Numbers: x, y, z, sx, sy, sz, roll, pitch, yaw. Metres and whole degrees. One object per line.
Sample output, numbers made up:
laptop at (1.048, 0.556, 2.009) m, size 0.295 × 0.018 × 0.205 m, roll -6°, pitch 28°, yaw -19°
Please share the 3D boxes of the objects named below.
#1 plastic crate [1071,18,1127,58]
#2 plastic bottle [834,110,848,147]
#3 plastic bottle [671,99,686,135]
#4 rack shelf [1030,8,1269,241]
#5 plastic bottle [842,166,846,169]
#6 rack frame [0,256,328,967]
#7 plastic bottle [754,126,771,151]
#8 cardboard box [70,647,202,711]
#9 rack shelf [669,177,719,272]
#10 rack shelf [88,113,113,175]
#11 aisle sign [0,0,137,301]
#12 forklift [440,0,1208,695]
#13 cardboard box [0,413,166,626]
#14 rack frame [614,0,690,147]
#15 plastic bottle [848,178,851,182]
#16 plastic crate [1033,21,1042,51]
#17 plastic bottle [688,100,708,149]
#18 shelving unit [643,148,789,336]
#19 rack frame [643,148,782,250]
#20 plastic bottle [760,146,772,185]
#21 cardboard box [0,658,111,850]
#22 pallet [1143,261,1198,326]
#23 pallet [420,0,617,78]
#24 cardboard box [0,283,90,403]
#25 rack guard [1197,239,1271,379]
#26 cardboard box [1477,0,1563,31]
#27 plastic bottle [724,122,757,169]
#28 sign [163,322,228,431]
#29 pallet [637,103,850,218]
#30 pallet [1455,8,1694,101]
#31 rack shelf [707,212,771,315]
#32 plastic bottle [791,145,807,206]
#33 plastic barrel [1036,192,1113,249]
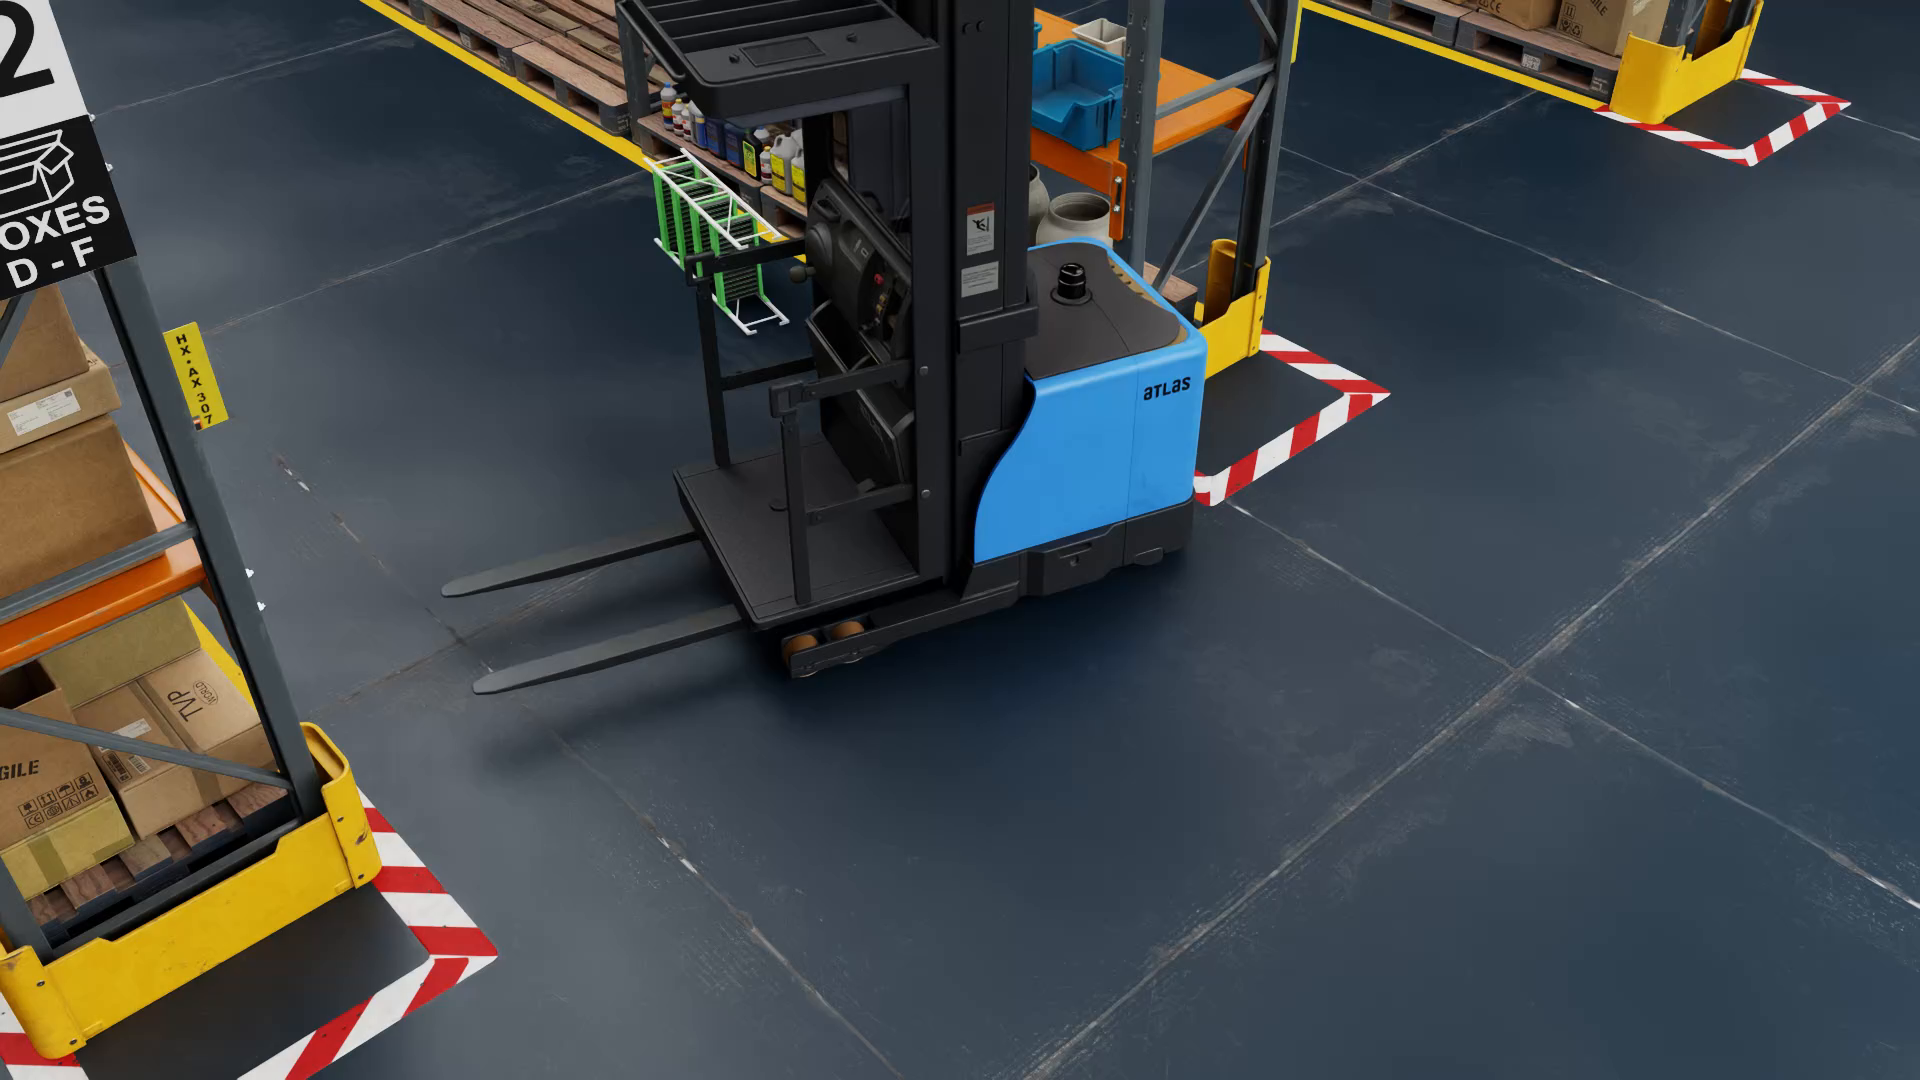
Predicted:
plastic crate at (0.720, -2.407, 8.053) m, size 0.298 × 0.136 × 0.250 m, roll -30°, pitch 48°, yaw -32°
plastic bottle at (-0.679, -2.455, 9.714) m, size 0.061 × 0.283 × 0.133 m, roll -30°, pitch 48°, yaw -32°
plastic bottle at (-1.656, -2.512, 9.850) m, size 0.097 × 0.201 × 0.097 m, roll 0°, pitch 39°, yaw 0°
rack shelf at (-0.265, -2.604, 8.660) m, size 1.077 × 0.370 × 4.000 m, roll -30°, pitch 48°, yaw -32°
plastic bottle at (-0.642, -1.959, 9.165) m, size 0.097 × 0.201 × 0.097 m, roll 0°, pitch 39°, yaw 0°
rack frame at (-2.563, 0.144, 4.684) m, size 1.000 × 3.000 × 0.127 m, roll -30°, pitch 48°, yaw -32°
plastic bottle at (-1.122, -2.230, 9.445) m, size 0.097 × 0.271 × 0.097 m, roll 0°, pitch 39°, yaw 0°
cardboard box at (-3.103, 0.478, 6.125) m, size 0.500 × 0.250 × 0.500 m, roll -30°, pitch 48°, yaw -32°
rack shelf at (-1.393, -1.690, 8.931) m, size 0.258 × 0.480 × 0.148 m, roll -21°, pitch 43°, yaw -24°
rack shelf at (-3.916, -1.668, 5.113) m, size 1.077 × 0.370 × 4.000 m, roll -30°, pitch 48°, yaw -32°
aisle sign at (-2.293, -0.967, 3.991) m, size 0.394 × 0.787 × 0.004 m, roll -30°, pitch 48°, yaw -32°
forklift at (-0.567, -0.978, 6.128) m, size 3.031 × 2.935 × 1.130 m, roll -16°, pitch 42°, yaw -19°
cardboard box at (-2.869, -0.116, 4.927) m, size 0.700 × 0.500 × 0.500 m, roll -30°, pitch 48°, yaw -32°
rack frame at (-1.617, -3.810, 9.580) m, size 1.000 × 3.000 × 0.127 m, roll -30°, pitch 48°, yaw -32°
plastic bottle at (-0.570, -1.783, 8.882) m, size 0.061 × 0.283 × 0.133 m, roll -29°, pitch 47°, yaw -31°
plastic crate at (0.094, -2.308, 7.839) m, size 0.499 × 0.251 × 0.408 m, roll -30°, pitch 48°, yaw -32°
plastic bottle at (-1.486, -2.450, 9.714) m, size 0.152 × 0.276 × 0.135 m, roll -28°, pitch 47°, yaw -30°
shelving unit at (-1.301, -1.598, 8.812) m, size 0.258 × 0.503 × 1.200 m, roll -21°, pitch 43°, yaw -24°
rack frame at (-1.303, -1.790, 8.662) m, size 0.240 × 0.015 × 1.200 m, roll -21°, pitch 43°, yaw -24°
plastic bottle at (-1.075, -2.114, 9.357) m, size 0.097 × 0.201 × 0.097 m, roll 0°, pitch 39°, yaw 0°
cardboard box at (-3.145, 0.637, 5.331) m, size 0.500 × 0.500 × 0.500 m, roll -30°, pitch 48°, yaw -32°
pallet at (0.456, -1.267, 8.651) m, size 1.003 × 0.211 × 1.213 m, roll -30°, pitch 48°, yaw -32°
pallet at (-3.006, -3.637, 11.585) m, size 1.003 × 0.211 × 1.213 m, roll -30°, pitch 48°, yaw -32°
cardboard box at (-2.905, -0.645, 4.549) m, size 0.700 × 0.500 × 0.500 m, roll -30°, pitch 48°, yaw -32°
rack guard at (1.002, -1.001, 8.092) m, size 1.175 × 0.500 × 0.348 m, roll -30°, pitch 48°, yaw -32°
cardboard box at (3.897, -3.813, 11.239) m, size 0.500 × 0.500 × 0.500 m, roll -18°, pitch 42°, yaw -21°
plastic bottle at (-1.249, -2.313, 9.485) m, size 0.185 × 0.351 × 0.144 m, roll 32°, pitch 49°, yaw 33°
sign at (-2.150, -0.456, 4.675) m, size 0.100 × 0.325 × 0.005 m, roll -30°, pitch 48°, yaw -32°
pallet at (-1.194, -2.397, 10.049) m, size 1.003 × 0.211 × 1.213 m, roll -30°, pitch 48°, yaw -32°
pallet at (4.161, -3.405, 11.298) m, size 1.003 × 0.211 × 1.213 m, roll -30°, pitch 48°, yaw -32°
rack shelf at (-1.143, -1.439, 8.608) m, size 0.258 × 0.480 × 0.148 m, roll -21°, pitch 43°, yaw -24°
plastic bottle at (-0.836, -2.031, 9.135) m, size 0.144 × 0.351 × 0.185 m, roll -28°, pitch 47°, yaw -30°
plastic barrel at (0.587, -1.426, 8.275) m, size 0.421 × 0.512 × 0.421 m, roll 0°, pitch 39°, yaw 0°
